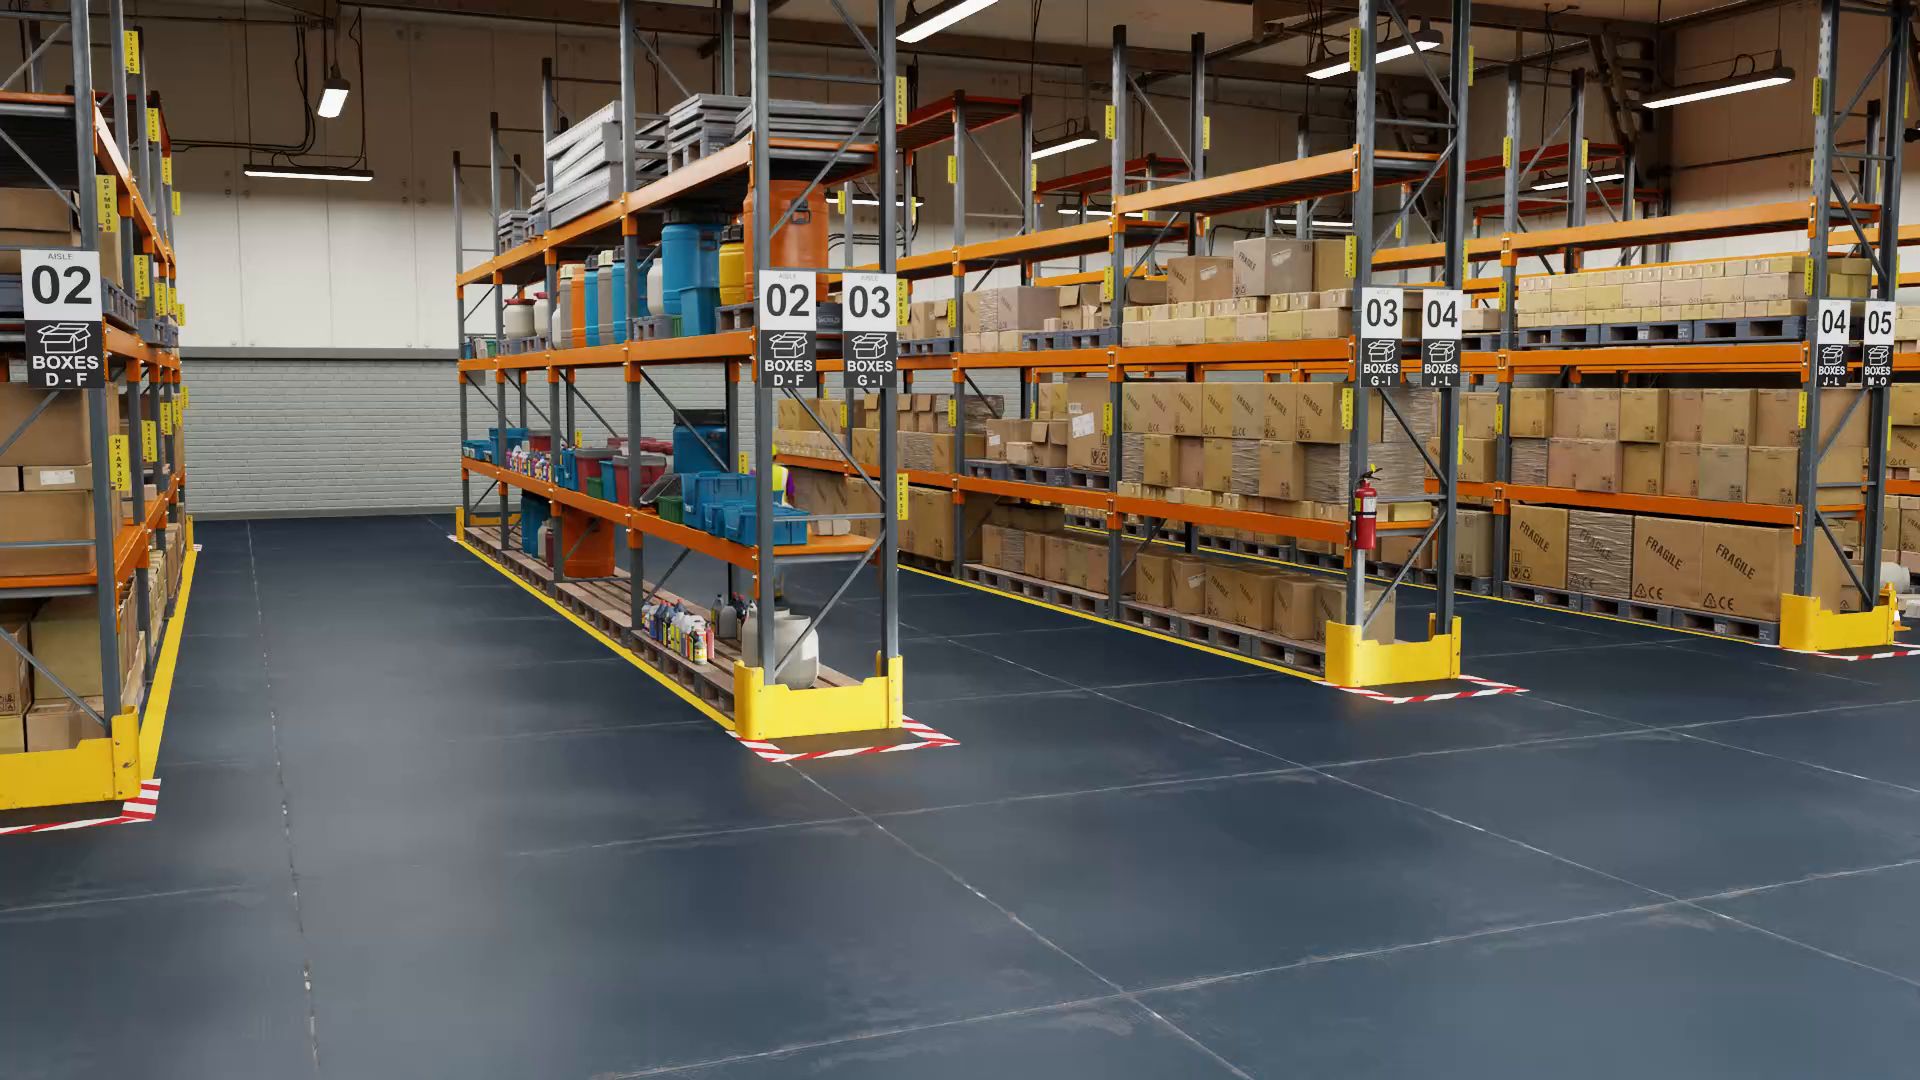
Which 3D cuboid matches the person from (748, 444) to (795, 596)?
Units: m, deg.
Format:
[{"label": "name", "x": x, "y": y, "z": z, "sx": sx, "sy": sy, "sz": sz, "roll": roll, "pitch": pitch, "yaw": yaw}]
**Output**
[{"label": "person", "x": -2.183, "y": -0.231, "z": 18.981, "sx": 0.614, "sy": 1.772, "sz": 0.530, "roll": -2, "pitch": 6, "yaw": -21}]
